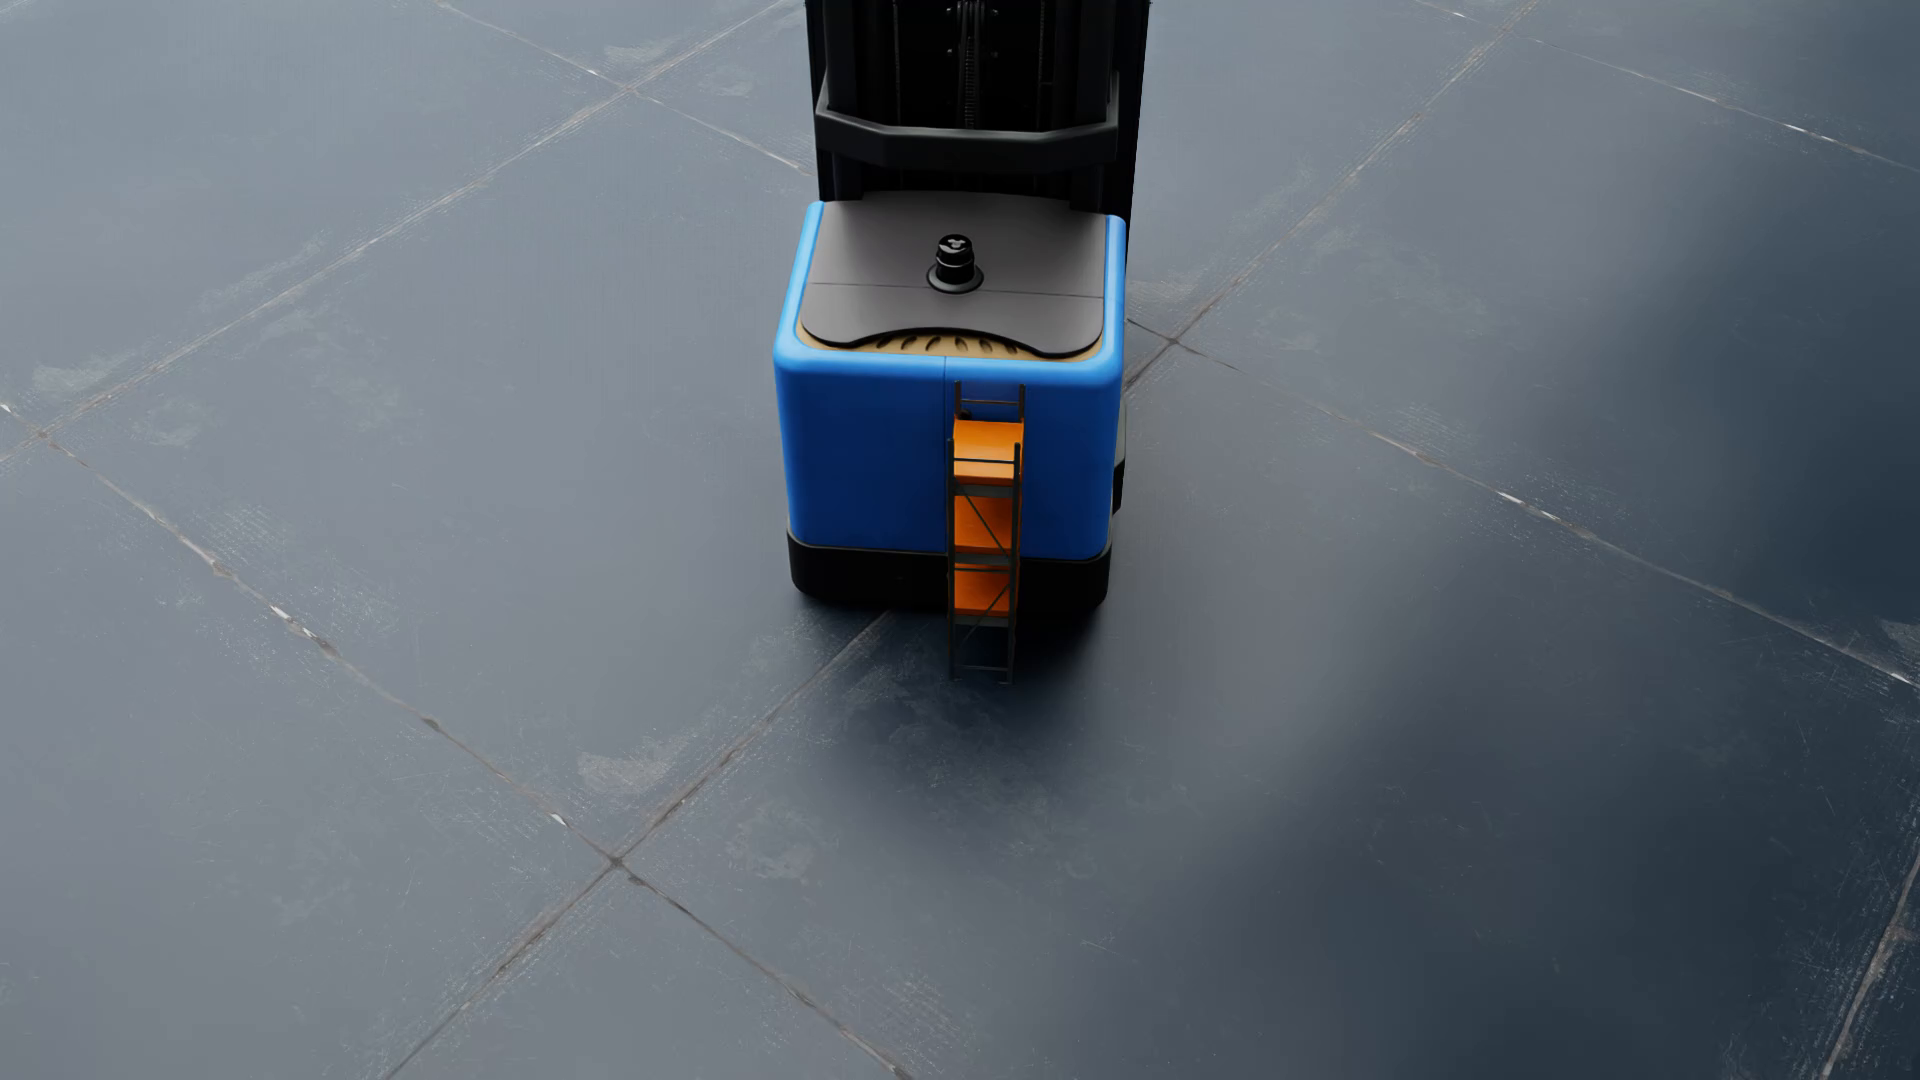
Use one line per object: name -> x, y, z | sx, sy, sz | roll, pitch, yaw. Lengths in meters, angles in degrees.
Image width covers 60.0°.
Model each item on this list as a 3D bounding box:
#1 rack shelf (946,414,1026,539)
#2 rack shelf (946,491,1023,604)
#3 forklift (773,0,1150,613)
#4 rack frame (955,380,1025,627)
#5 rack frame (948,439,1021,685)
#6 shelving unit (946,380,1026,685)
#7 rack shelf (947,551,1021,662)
rack shelf -> 0.076, -0.184, 4.822 | 0.215, 0.259, 0.240 | 3, 46, 3
rack shelf -> 0.076, 0.012, 5.027 | 0.215, 0.259, 0.240 | 3, 46, 3
forklift -> 0.074, -1.840, 5.481 | 1.130, 2.935, 3.031 | 3, 46, 3
rack frame -> 0.086, -0.083, 5.103 | 0.200, 1.050, 0.008 | 3, 46, 3
rack frame -> 0.066, 0.093, 4.935 | 0.200, 1.050, 0.008 | 3, 46, 3
shelving unit -> 0.076, 0.005, 5.019 | 0.215, 1.050, 0.252 | 3, 46, 3
rack shelf -> 0.076, 0.204, 5.228 | 0.215, 0.259, 0.240 | 3, 46, 3
